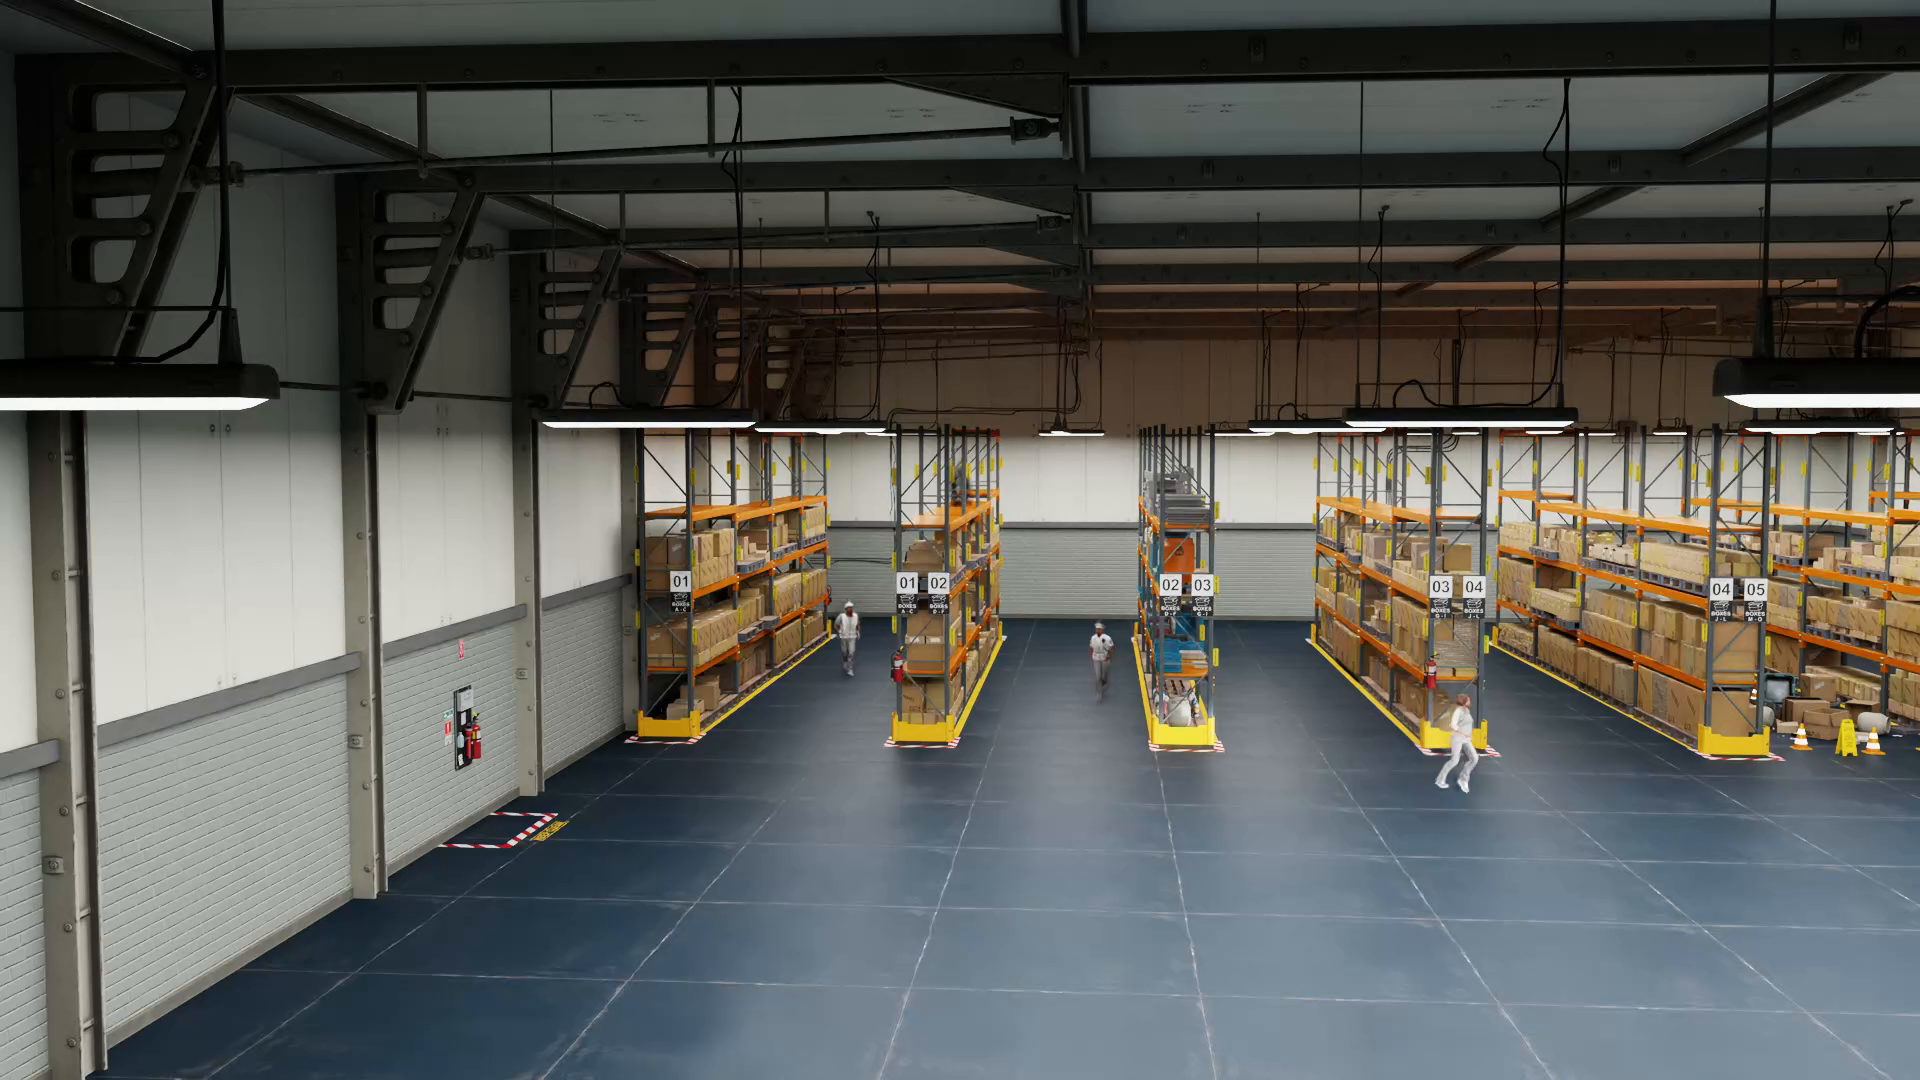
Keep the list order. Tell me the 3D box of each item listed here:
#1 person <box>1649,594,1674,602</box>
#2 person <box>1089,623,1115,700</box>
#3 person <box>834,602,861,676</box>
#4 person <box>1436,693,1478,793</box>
[{"bbox_3d":[19.923,1.994,47.165,0.740,1.837,0.658,1,4,11],"label":"person"},{"bbox_3d":[3.139,2.655,36.782,0.592,1.685,0.684,1,4,16],"label":"person"},{"bbox_3d":[-2.721,2.396,40.361,0.674,1.771,0.771,-1,4,-15],"label":"person"},{"bbox_3d":[8.152,3.292,27.096,0.611,1.589,0.615,-3,5,-44],"label":"person"}]
